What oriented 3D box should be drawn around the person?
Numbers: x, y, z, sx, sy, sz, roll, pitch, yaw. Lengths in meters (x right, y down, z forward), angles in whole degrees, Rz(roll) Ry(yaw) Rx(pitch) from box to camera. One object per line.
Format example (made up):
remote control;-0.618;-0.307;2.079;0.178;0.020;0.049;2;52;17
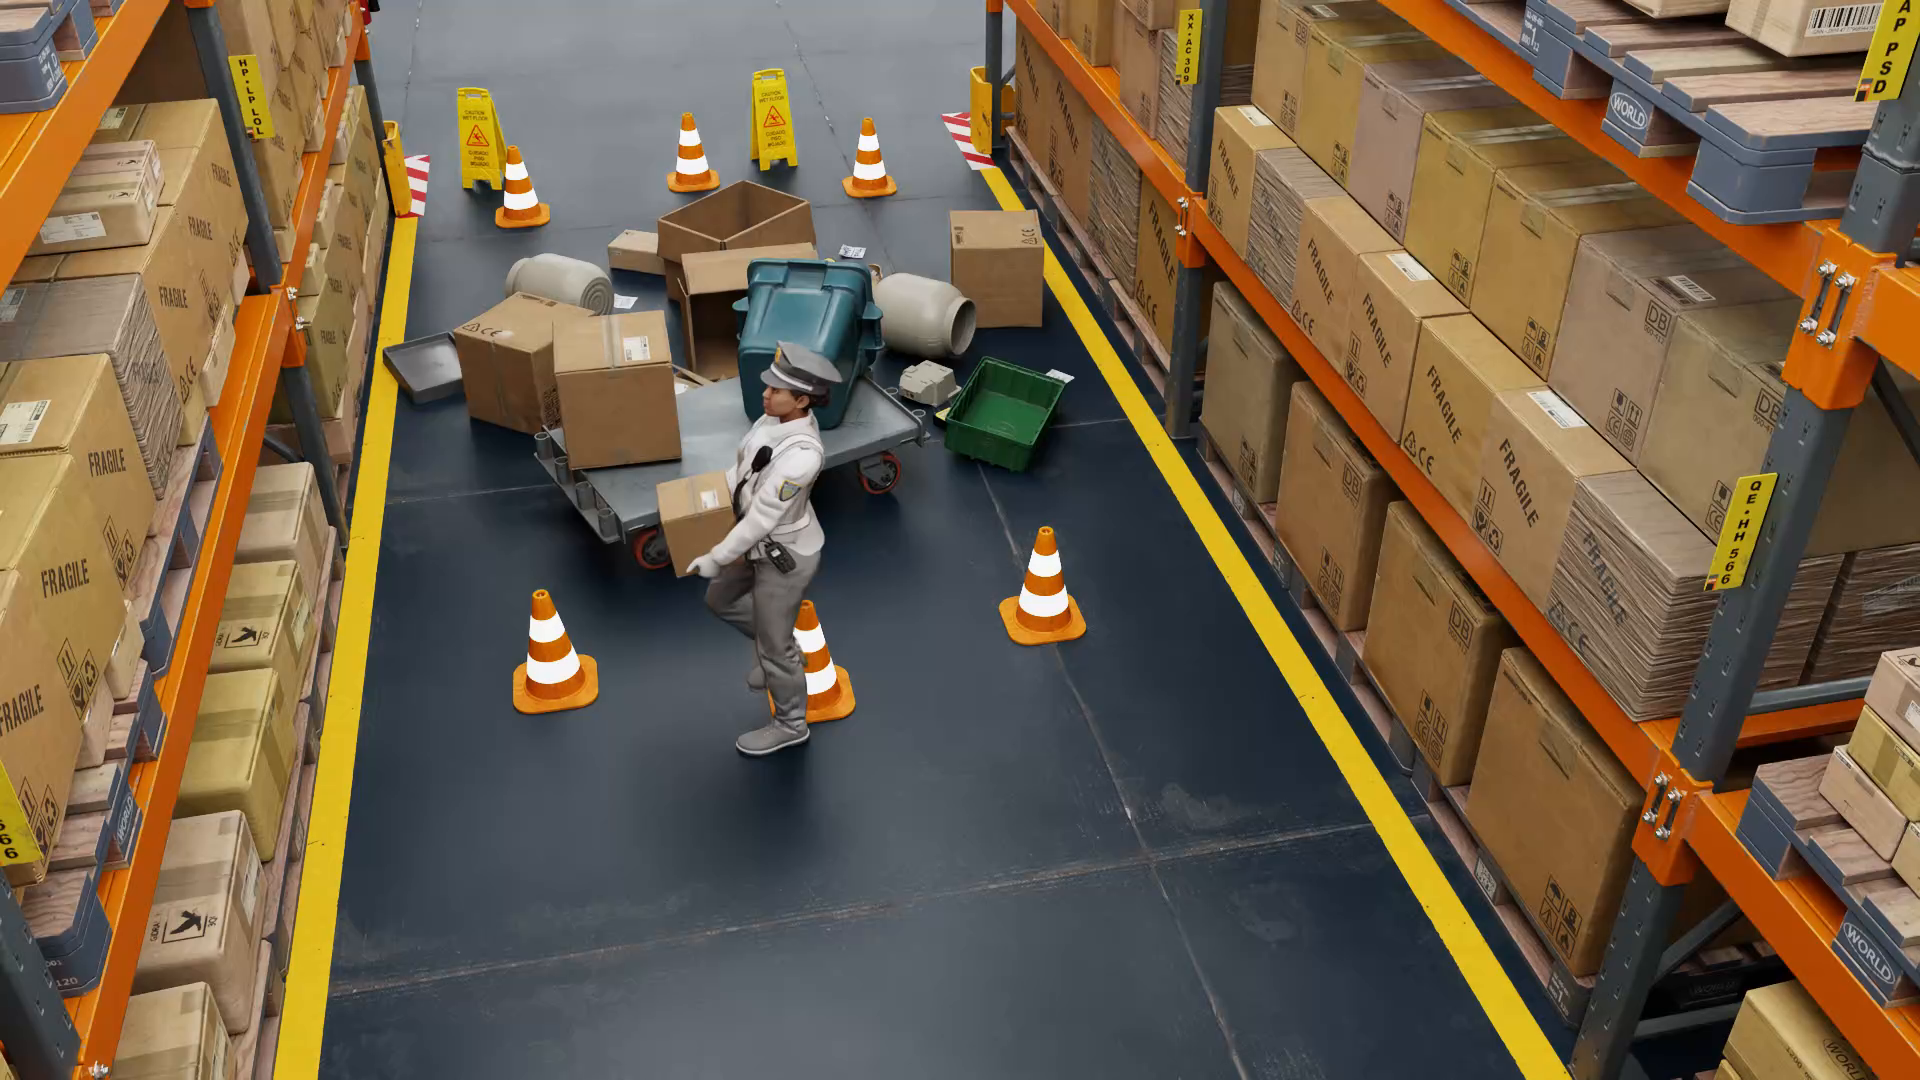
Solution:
person;-0.704;0.044;6.064;0.600;1.683;0.434;-7;35;-10
